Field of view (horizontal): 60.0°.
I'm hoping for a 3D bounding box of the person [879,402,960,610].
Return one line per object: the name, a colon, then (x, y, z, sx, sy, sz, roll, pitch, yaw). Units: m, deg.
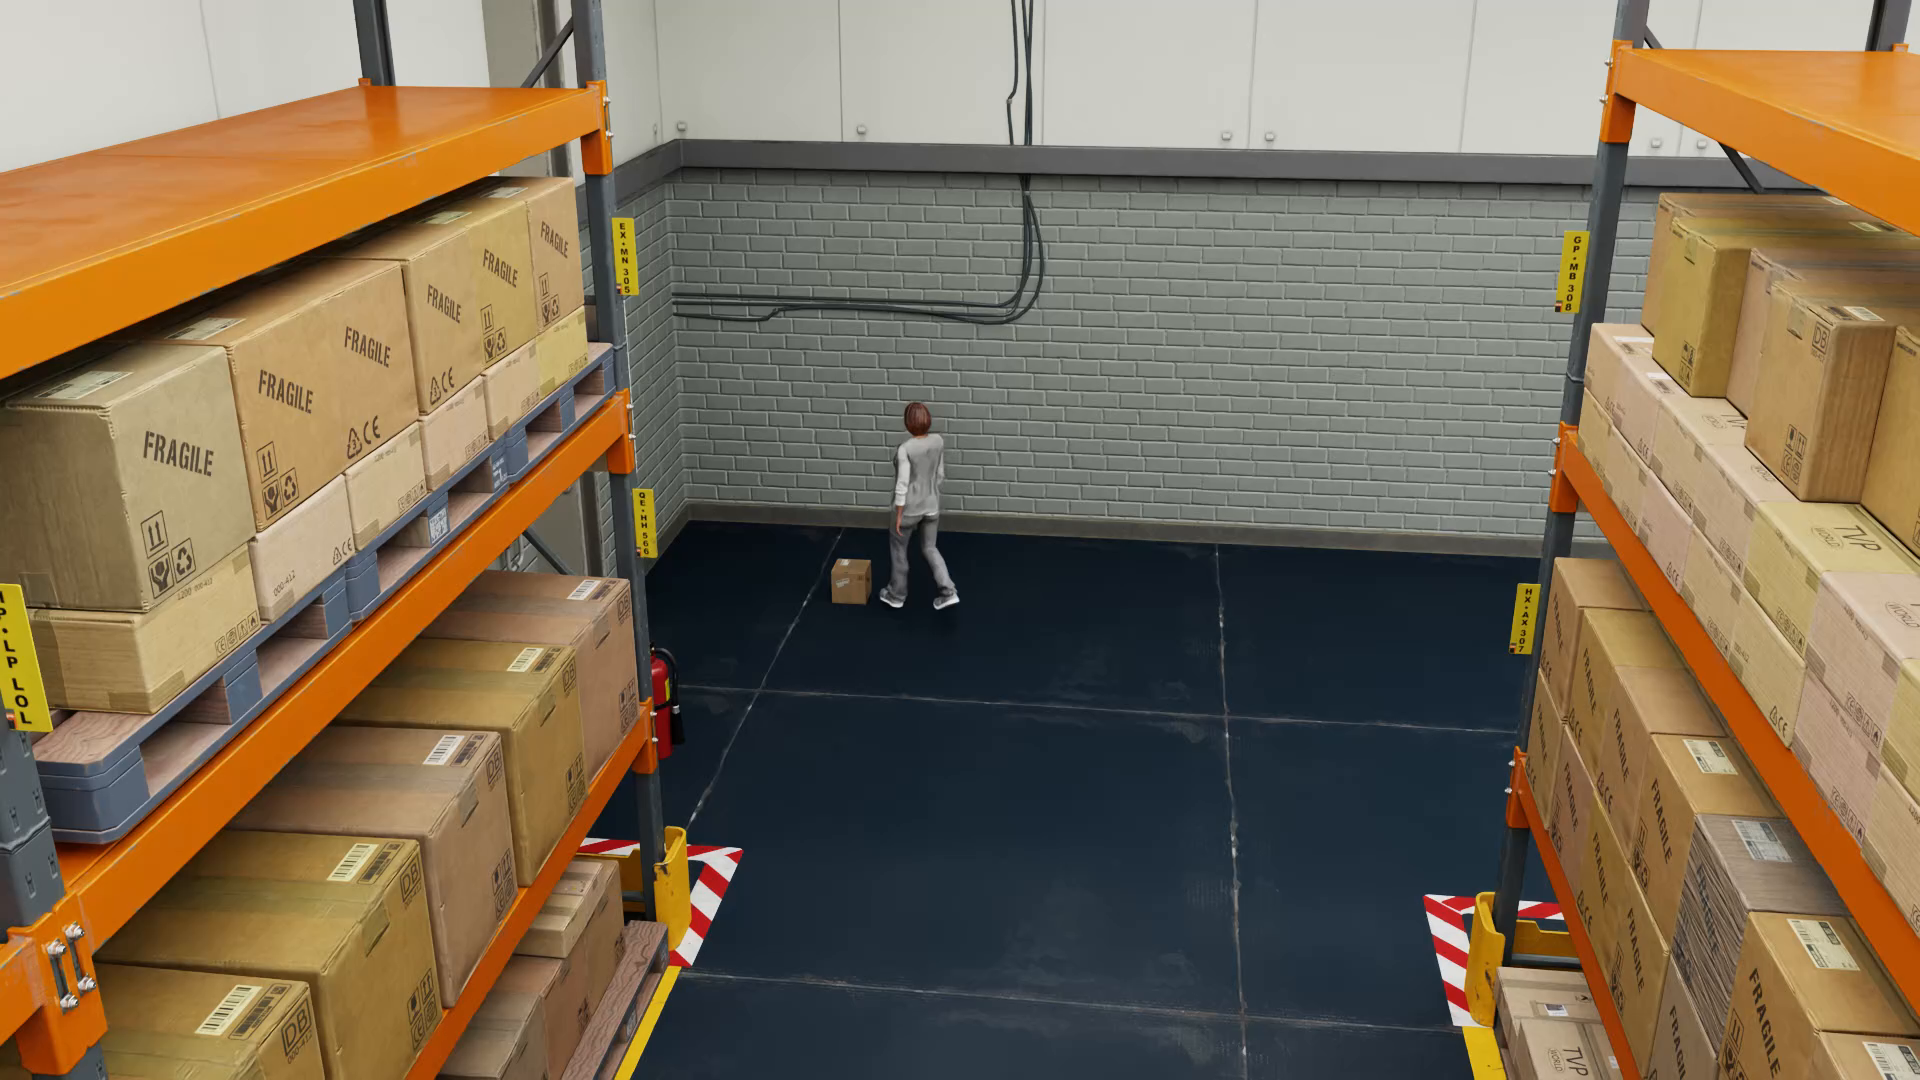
person: (-0.305, -0.223, 11.655, 0.427, 1.570, 0.763, -14, 25, -31)
